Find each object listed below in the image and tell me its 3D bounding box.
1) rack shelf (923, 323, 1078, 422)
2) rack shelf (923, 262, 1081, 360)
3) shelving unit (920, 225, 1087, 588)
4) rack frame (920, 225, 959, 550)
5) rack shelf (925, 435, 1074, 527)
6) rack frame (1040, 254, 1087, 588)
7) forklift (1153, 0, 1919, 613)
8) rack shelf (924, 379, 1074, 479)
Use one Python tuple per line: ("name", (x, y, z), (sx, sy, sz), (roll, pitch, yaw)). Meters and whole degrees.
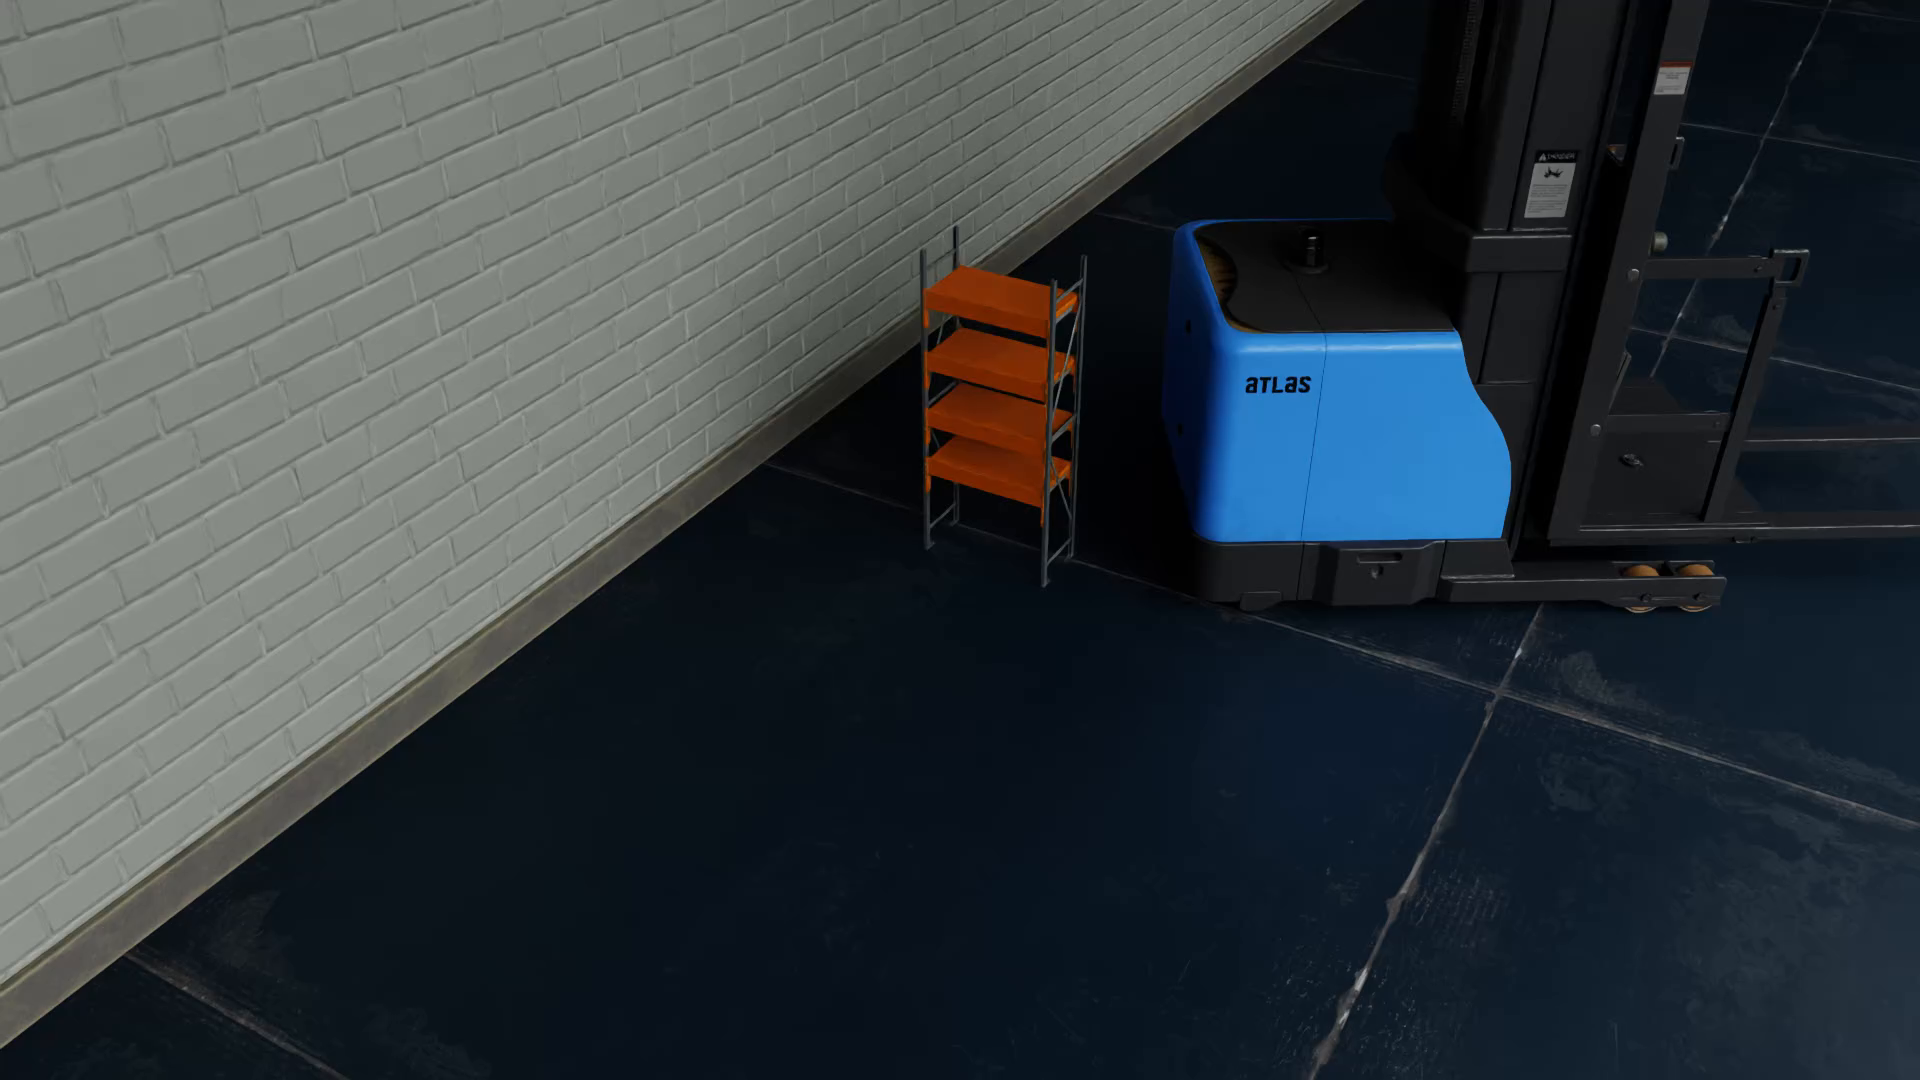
("rack shelf", (0.144, -0.584, 5.762), (0.480, 0.148, 0.258), (18, 37, 24))
("rack shelf", (0.144, -0.781, 5.631), (0.480, 0.148, 0.258), (18, 37, 24))
("shelving unit", (0.144, -0.454, 5.849), (0.503, 1.200, 0.258), (18, 37, 24))
("rack frame", (-0.068, -0.521, 5.950), (0.015, 1.200, 0.240), (18, 37, 24))
("rack shelf", (0.144, -0.233, 5.996), (0.480, 0.148, 0.258), (18, 37, 24))
("rack frame", (0.356, -0.387, 5.748), (0.015, 1.200, 0.240), (18, 37, 24))
("forklift", (2.292, -1.258, 5.495), (3.031, 2.935, 1.130), (-1, 34, -1))
("rack shelf", (0.144, -0.398, 5.886), (0.480, 0.148, 0.258), (18, 37, 24))
